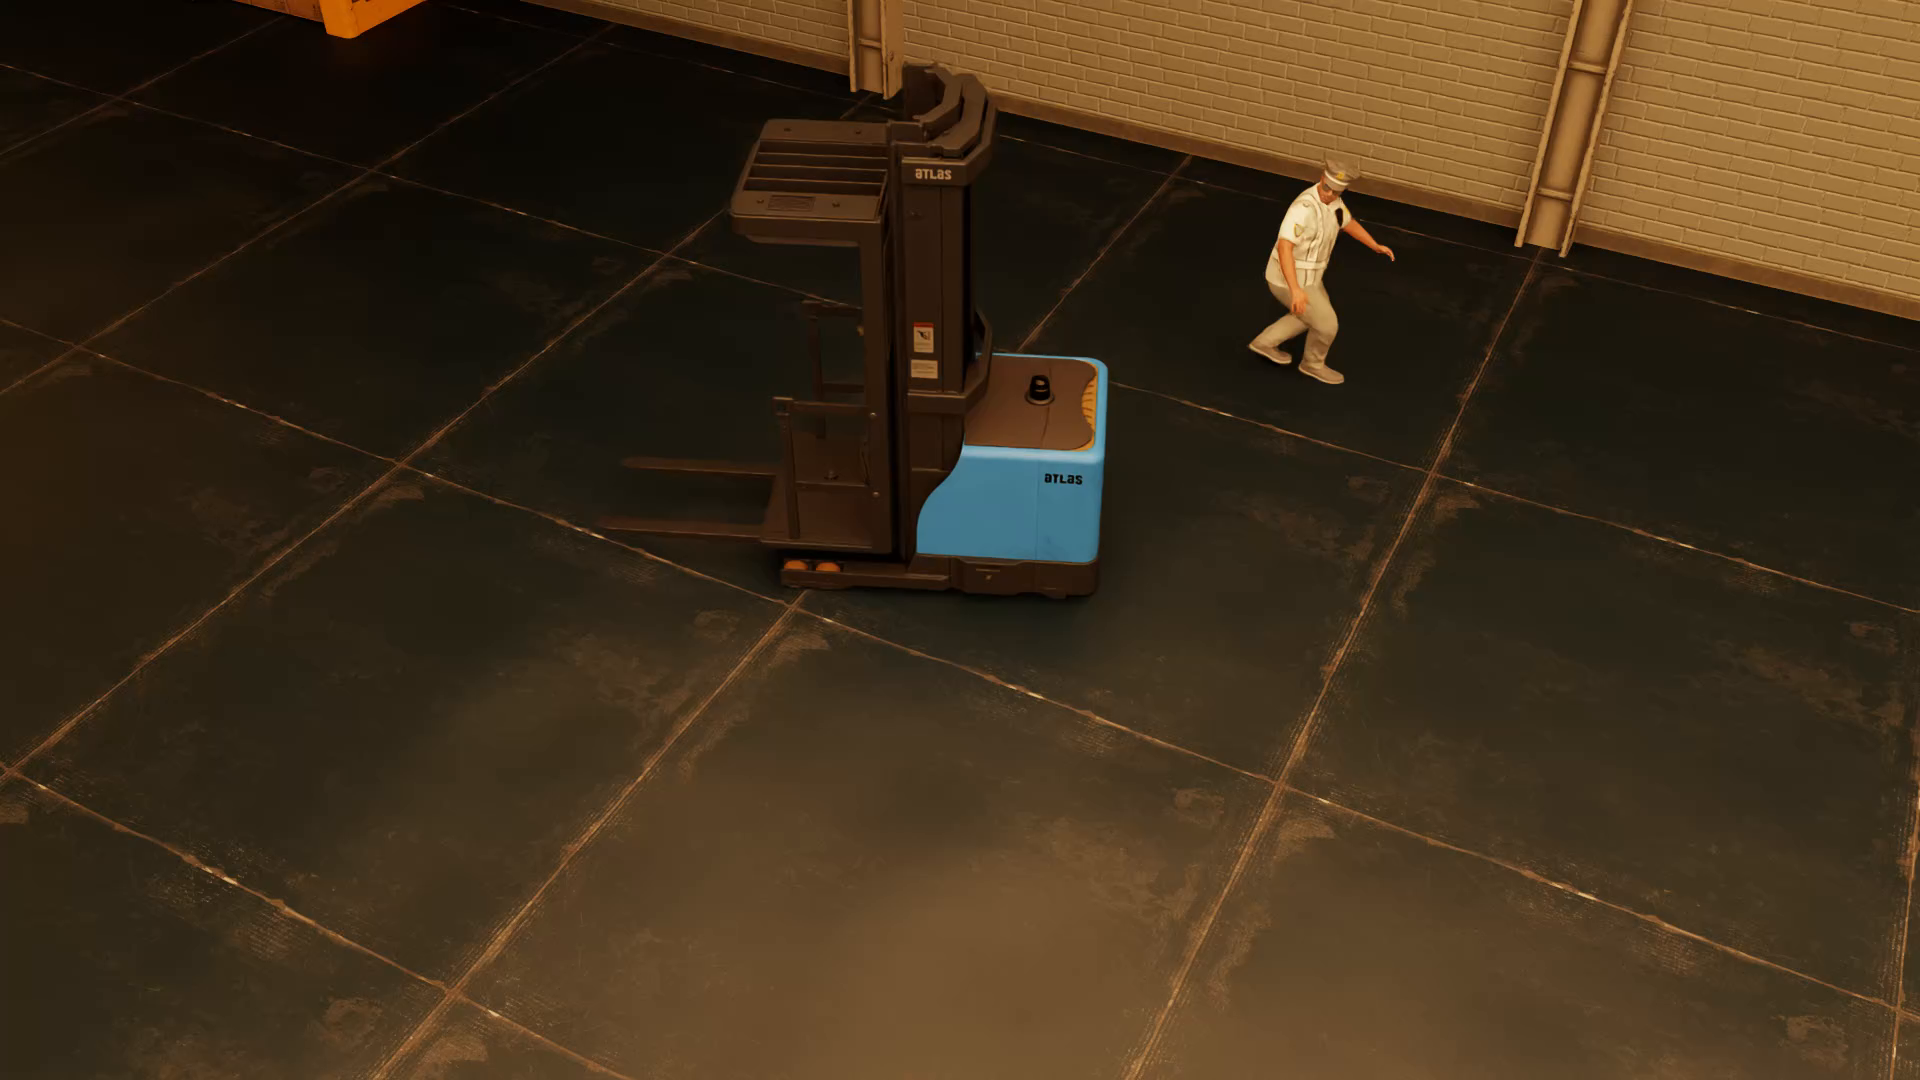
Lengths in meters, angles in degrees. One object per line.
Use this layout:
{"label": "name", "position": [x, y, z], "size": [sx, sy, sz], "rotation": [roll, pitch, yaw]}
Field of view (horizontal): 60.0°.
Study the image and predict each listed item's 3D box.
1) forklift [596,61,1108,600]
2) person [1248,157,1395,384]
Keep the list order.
{"label": "forklift", "position": [-0.656, -1.160, 9.364], "size": [3.031, 2.935, 1.130], "rotation": [3, 40, 4]}
{"label": "person", "position": [2.404, -1.735, 11.065], "size": [0.864, 1.636, 0.886], "rotation": [14, 42, 16]}
